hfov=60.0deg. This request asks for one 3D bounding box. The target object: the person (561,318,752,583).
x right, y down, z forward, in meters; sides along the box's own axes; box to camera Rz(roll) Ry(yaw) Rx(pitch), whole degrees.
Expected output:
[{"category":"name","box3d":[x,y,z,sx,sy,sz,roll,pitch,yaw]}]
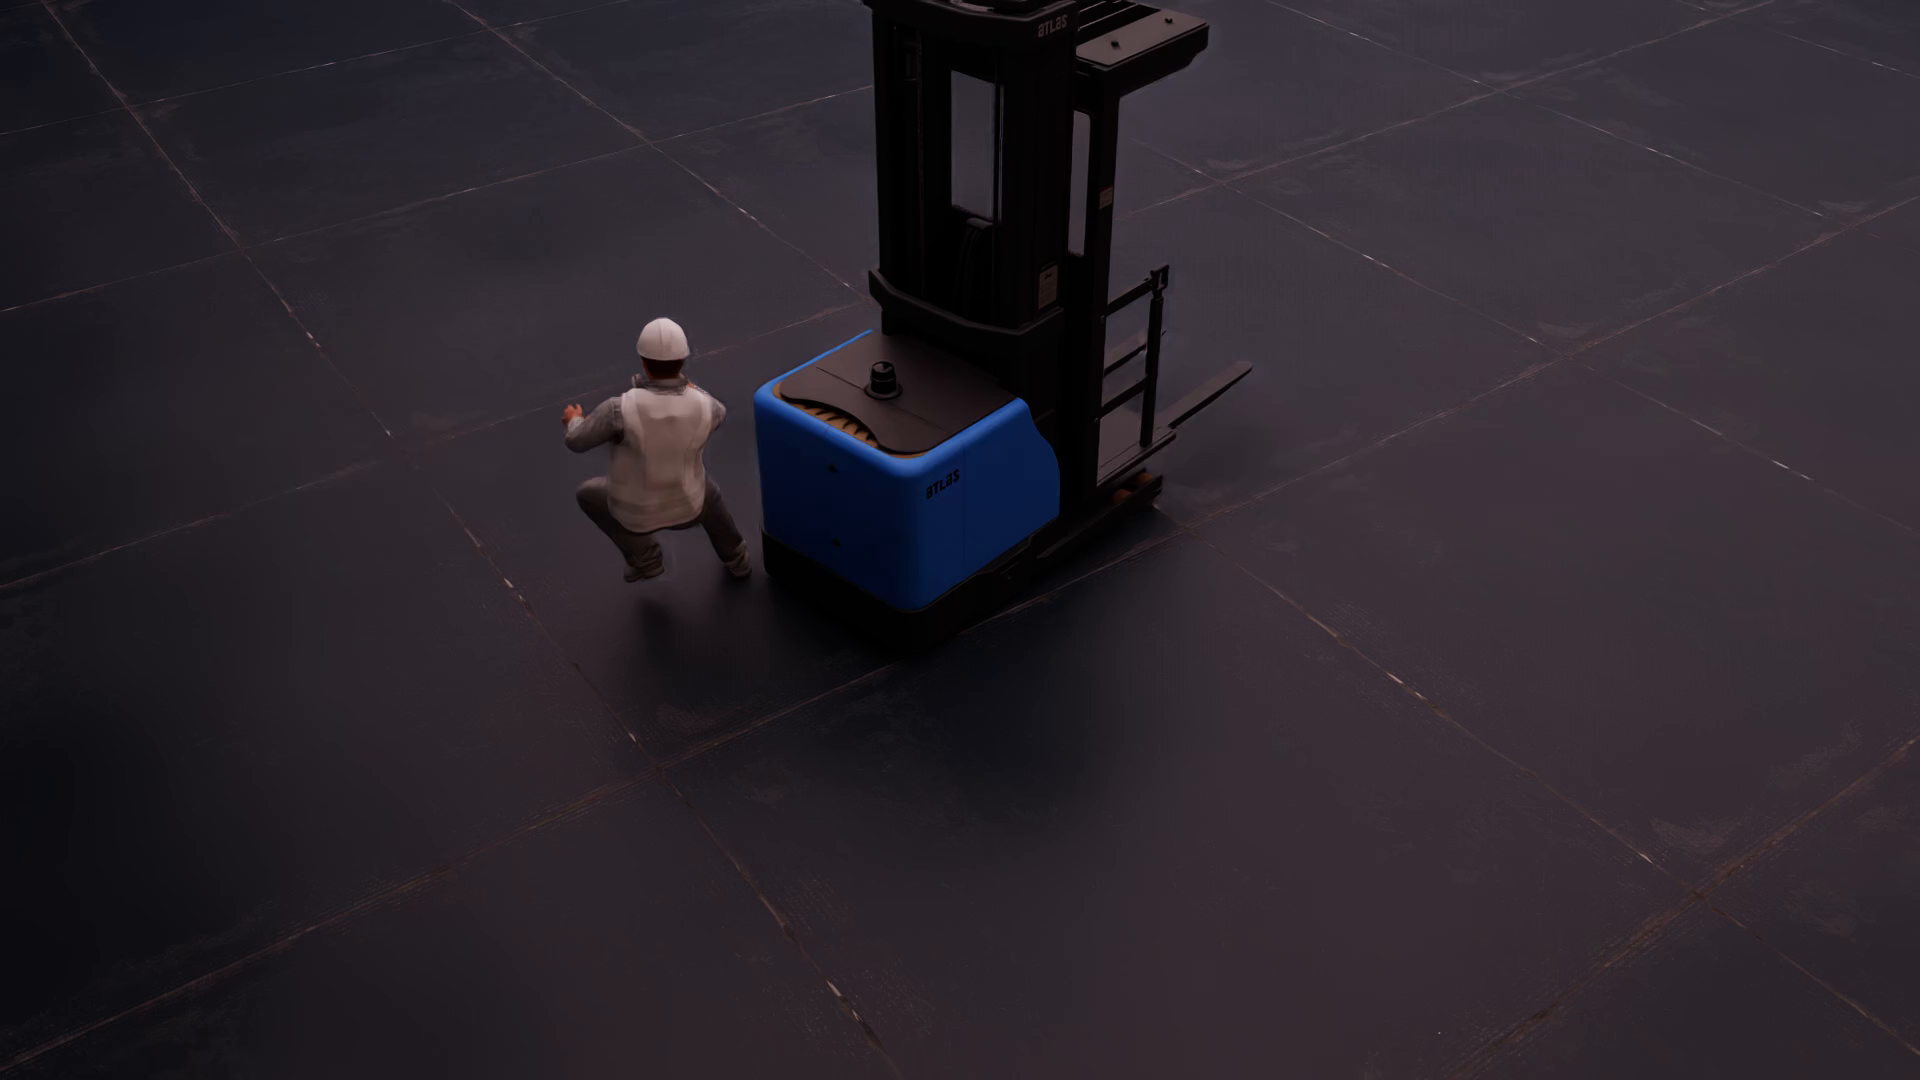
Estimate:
[{"category":"person","box3d":[-1.384,-0.355,7.620,0.837,1.569,0.775,-15,39,-20]}]

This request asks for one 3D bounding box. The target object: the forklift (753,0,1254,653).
[{"category":"forklift","box3d":[0.401,-1.455,7.913,1.130,2.935,3.031,28,45,32]}]
